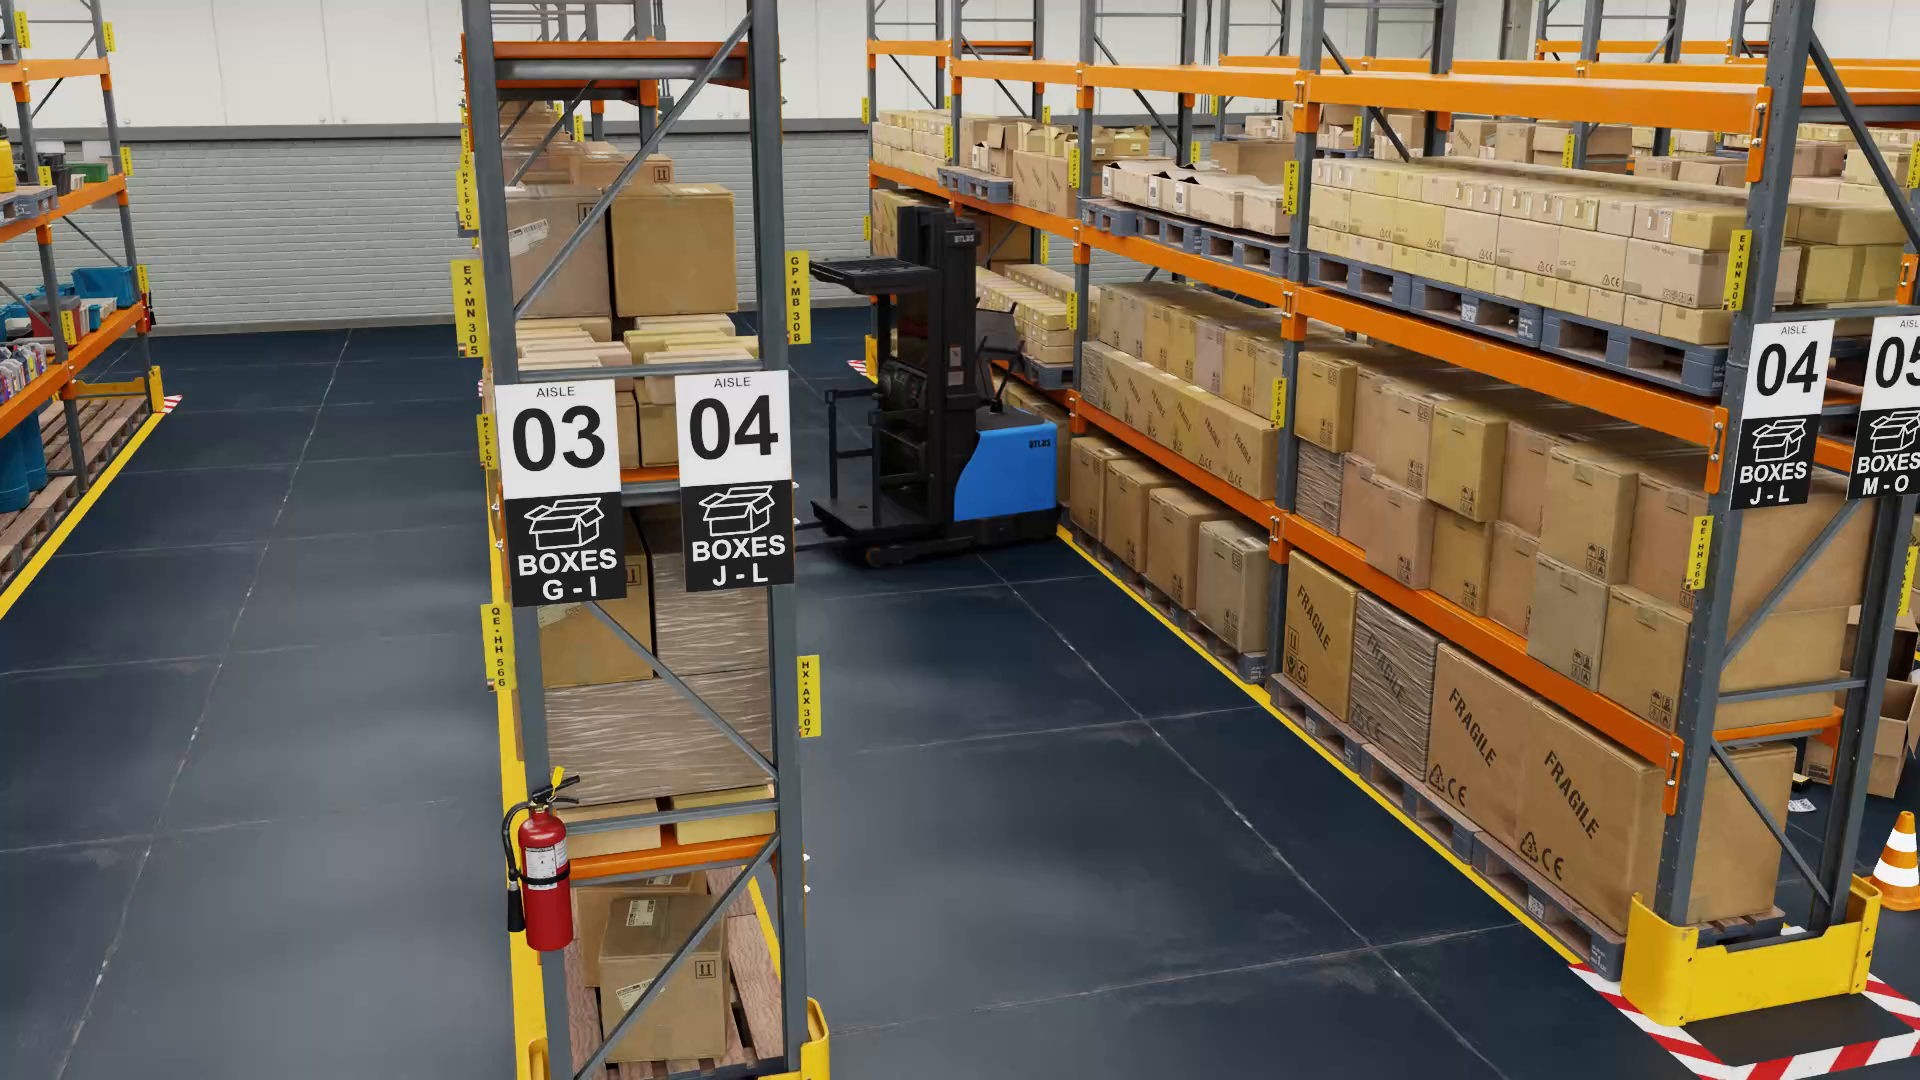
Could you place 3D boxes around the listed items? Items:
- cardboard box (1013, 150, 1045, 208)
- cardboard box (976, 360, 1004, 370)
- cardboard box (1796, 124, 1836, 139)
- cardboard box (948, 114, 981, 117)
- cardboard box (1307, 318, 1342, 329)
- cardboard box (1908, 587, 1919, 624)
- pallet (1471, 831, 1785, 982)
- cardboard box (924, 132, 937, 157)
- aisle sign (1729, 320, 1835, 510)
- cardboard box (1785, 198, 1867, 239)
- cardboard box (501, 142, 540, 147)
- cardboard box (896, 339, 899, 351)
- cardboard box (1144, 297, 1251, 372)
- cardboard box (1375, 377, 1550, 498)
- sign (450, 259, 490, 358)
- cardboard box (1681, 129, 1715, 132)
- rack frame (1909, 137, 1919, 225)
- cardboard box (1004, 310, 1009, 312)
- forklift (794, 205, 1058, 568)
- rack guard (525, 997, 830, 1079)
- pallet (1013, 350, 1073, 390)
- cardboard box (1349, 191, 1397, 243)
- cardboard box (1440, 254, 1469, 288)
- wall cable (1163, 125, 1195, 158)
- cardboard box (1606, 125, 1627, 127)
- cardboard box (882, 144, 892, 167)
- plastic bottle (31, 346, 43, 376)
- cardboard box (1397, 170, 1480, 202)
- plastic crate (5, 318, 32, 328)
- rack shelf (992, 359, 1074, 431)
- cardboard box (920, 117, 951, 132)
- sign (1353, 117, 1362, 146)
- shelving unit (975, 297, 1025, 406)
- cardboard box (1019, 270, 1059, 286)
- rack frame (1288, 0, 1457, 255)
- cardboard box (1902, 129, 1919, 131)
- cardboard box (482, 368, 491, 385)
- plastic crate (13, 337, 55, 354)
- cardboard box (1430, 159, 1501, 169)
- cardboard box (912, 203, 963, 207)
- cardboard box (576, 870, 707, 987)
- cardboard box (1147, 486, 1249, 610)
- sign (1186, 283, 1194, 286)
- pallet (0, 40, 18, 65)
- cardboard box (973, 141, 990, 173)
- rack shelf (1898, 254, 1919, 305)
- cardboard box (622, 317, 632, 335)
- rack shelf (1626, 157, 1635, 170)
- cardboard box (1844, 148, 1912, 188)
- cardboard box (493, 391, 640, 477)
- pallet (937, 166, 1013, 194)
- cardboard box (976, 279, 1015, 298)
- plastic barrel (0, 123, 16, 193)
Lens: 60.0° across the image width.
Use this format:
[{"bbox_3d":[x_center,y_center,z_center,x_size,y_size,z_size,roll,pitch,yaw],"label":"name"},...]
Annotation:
[{"bbox_3d":[0.815,-3.427,15.758,0.500,0.500,0.500,-5,17,-15],"label":"cardboard box"},{"bbox_3d":[0.349,-1.773,17.951,0.500,0.250,0.500,-5,18,-18],"label":"cardboard box"},{"bbox_3d":[9.957,-4.761,19.391,0.380,0.149,0.250,-4,17,-14],"label":"cardboard box"},{"bbox_3d":[0.077,-5.040,20.003,0.380,0.149,0.250,-5,17,-17],"label":"cardboard box"},{"bbox_3d":[4.570,-2.708,22.476,0.875,0.438,0.875,-4,17,-14],"label":"cardboard box"},{"bbox_3d":[7.233,0.459,12.260,0.500,0.250,0.500,-6,18,-18],"label":"cardboard box"},{"bbox_3d":[3.403,1.805,8.577,1.003,0.211,1.213,-5,17,-15],"label":"pallet"},{"bbox_3d":[-0.103,-4.492,18.868,0.500,0.250,0.500,-5,18,-18],"label":"cardboard box"},{"bbox_3d":[3.429,-0.517,6.942,0.394,0.787,0.004,-5,17,-15],"label":"aisle sign"},{"bbox_3d":[3.844,-1.450,7.497,0.380,0.149,0.250,-5,17,-15],"label":"cardboard box"},{"bbox_3d":[-3.415,-2.738,12.596,0.500,0.500,0.500,-5,17,-15],"label":"cardboard box"},{"bbox_3d":[-0.596,-2.482,21.191,0.380,0.149,0.250,-6,18,-18],"label":"cardboard box"},{"bbox_3d":[1.897,-1.649,13.315,0.700,0.500,0.500,-5,17,-16],"label":"cardboard box"},{"bbox_3d":[2.946,-0.603,9.608,0.875,0.550,0.550,-5,17,-15],"label":"cardboard box"},{"bbox_3d":[-1.638,-0.774,5.561,0.100,0.325,0.005,-5,17,-15],"label":"sign"},{"bbox_3d":[9.533,-5.315,21.093,0.500,0.250,0.500,-5,17,-15],"label":"cardboard box"},{"bbox_3d":[7.330,-3.715,11.676,1.000,3.000,0.127,-5,17,-15],"label":"rack frame"},{"bbox_3d":[0.642,-2.137,16.042,0.380,0.149,0.250,-5,17,-16],"label":"cardboard box"},{"bbox_3d":[-0.679,-1.341,14.320,3.031,2.935,1.130,-8,18,-25],"label":"forklift"},{"bbox_3d":[-1.120,2.225,6.677,1.175,0.500,0.348,-5,17,-15],"label":"rack guard"},{"bbox_3d":[1.201,-1.625,15.482,1.213,0.211,1.003,-5,17,-15],"label":"pallet"},{"bbox_3d":[2.604,-1.881,9.627,0.500,0.250,0.500,-5,17,-16],"label":"cardboard box"},{"bbox_3d":[2.790,-1.439,8.848,0.380,0.149,0.250,-4,17,-15],"label":"cardboard box"},{"bbox_3d":[3.821,-6.320,29.013,0.588,1.984,0.122,-5,17,-15],"label":"wall cable"},{"bbox_3d":[9.116,-5.494,22.558,0.500,0.250,0.500,-5,17,-16],"label":"cardboard box"},{"bbox_3d":[-0.681,-4.816,20.817,0.500,0.250,0.500,-4,17,-13],"label":"cardboard box"},{"bbox_3d":[-8.632,-1.679,15.532,0.061,0.283,0.133,-5,17,-15],"label":"plastic bottle"},{"bbox_3d":[2.654,-1.960,9.195,0.380,0.149,0.250,-5,17,-15],"label":"cardboard box"},{"bbox_3d":[-9.926,-2.240,17.548,0.293,0.136,0.466,-5,17,-15],"label":"plastic crate"},{"bbox_3d":[0.950,-1.737,16.772,1.077,0.370,4.000,-5,17,-15],"label":"rack shelf"},{"bbox_3d":[-0.243,-4.783,19.145,0.380,0.149,0.250,-5,18,-17],"label":"cardboard box"},{"bbox_3d":[4.599,-4.732,19.241,0.100,0.325,0.005,-5,17,-15],"label":"sign"},{"bbox_3d":[0.076,-1.413,16.127,0.431,2.100,0.503,4,52,-18],"label":"shelving unit"},{"bbox_3d":[0.842,-2.759,17.596,0.380,0.149,0.250,-5,18,-17],"label":"cardboard box"},{"bbox_3d":[2.599,-3.295,10.280,1.000,3.000,0.127,-5,17,-15],"label":"rack frame"},{"bbox_3d":[10.761,-4.509,18.585,0.380,0.149,0.250,-5,17,-16],"label":"cardboard box"},{"bbox_3d":[-4.201,-1.279,16.959,1.225,0.875,0.875,-5,17,-15],"label":"cardboard box"},{"bbox_3d":[-9.149,-1.922,16.489,0.396,0.136,0.243,-5,17,-15],"label":"plastic crate"},{"bbox_3d":[3.075,-2.223,10.073,0.380,0.149,0.250,-5,17,-15],"label":"cardboard box"},{"bbox_3d":[-0.263,-3.698,19.620,0.500,0.500,0.500,-4,17,-14],"label":"cardboard box"},{"bbox_3d":[-1.451,1.708,7.667,0.500,0.500,0.500,0,17,-1],"label":"cardboard box"},{"bbox_3d":[2.080,0.022,12.844,1.050,0.750,0.750,-5,17,-15],"label":"cardboard box"},{"bbox_3d":[2.032,-2.128,14.809,0.100,0.325,0.005,-5,17,-15],"label":"sign"},{"bbox_3d":[-8.902,-4.244,14.462,1.003,0.211,1.213,-5,17,-15],"label":"pallet"},{"bbox_3d":[0.440,-3.970,17.165,0.500,0.311,0.500,-5,17,-16],"label":"cardboard box"},{"bbox_3d":[7.880,-1.380,10.369,1.077,0.370,4.000,-5,17,-15],"label":"rack shelf"},{"bbox_3d":[-1.277,-0.964,7.301,0.380,0.149,0.250,-6,18,-18],"label":"cardboard box"},{"bbox_3d":[9.354,-5.093,22.729,1.077,0.370,4.000,-5,17,-15],"label":"rack shelf"},{"bbox_3d":[7.049,-2.797,12.497,0.500,0.250,0.500,-4,17,-14],"label":"cardboard box"},{"bbox_3d":[-1.475,-0.430,6.215,0.500,0.250,0.500,-4,17,-14],"label":"cardboard box"},{"bbox_3d":[0.467,-3.802,17.509,1.213,0.211,1.003,-5,17,-15],"label":"pallet"},{"bbox_3d":[0.354,-2.568,16.958,0.380,0.149,0.250,-5,17,-16],"label":"cardboard box"},{"bbox_3d":[-8.713,-3.371,14.688,0.600,0.588,0.600,0,17,0],"label":"plastic barrel"}]
